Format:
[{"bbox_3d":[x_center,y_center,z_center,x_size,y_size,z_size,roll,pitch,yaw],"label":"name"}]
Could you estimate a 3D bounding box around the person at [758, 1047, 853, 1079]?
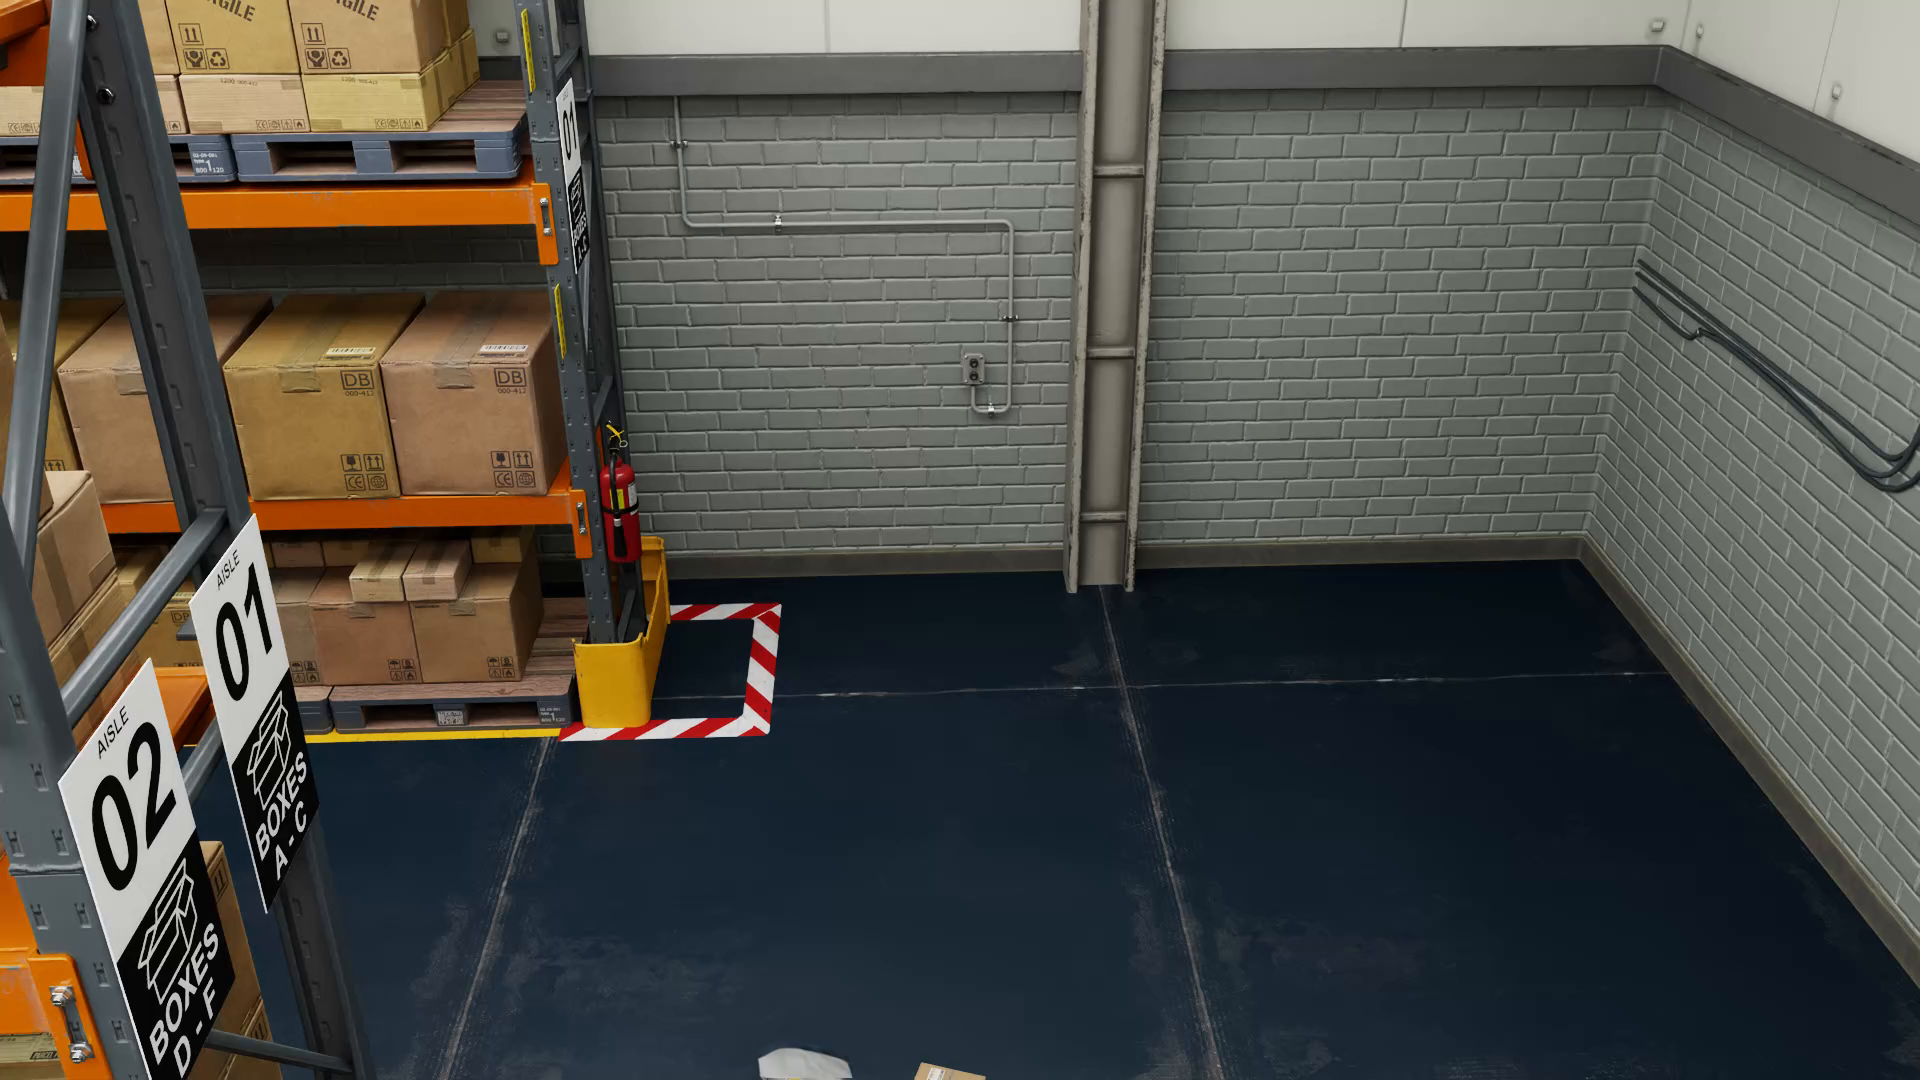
[{"bbox_3d":[-5.191,3.428,1.877,9.778,1.809,6.863,1,28,2],"label":"person"}]
